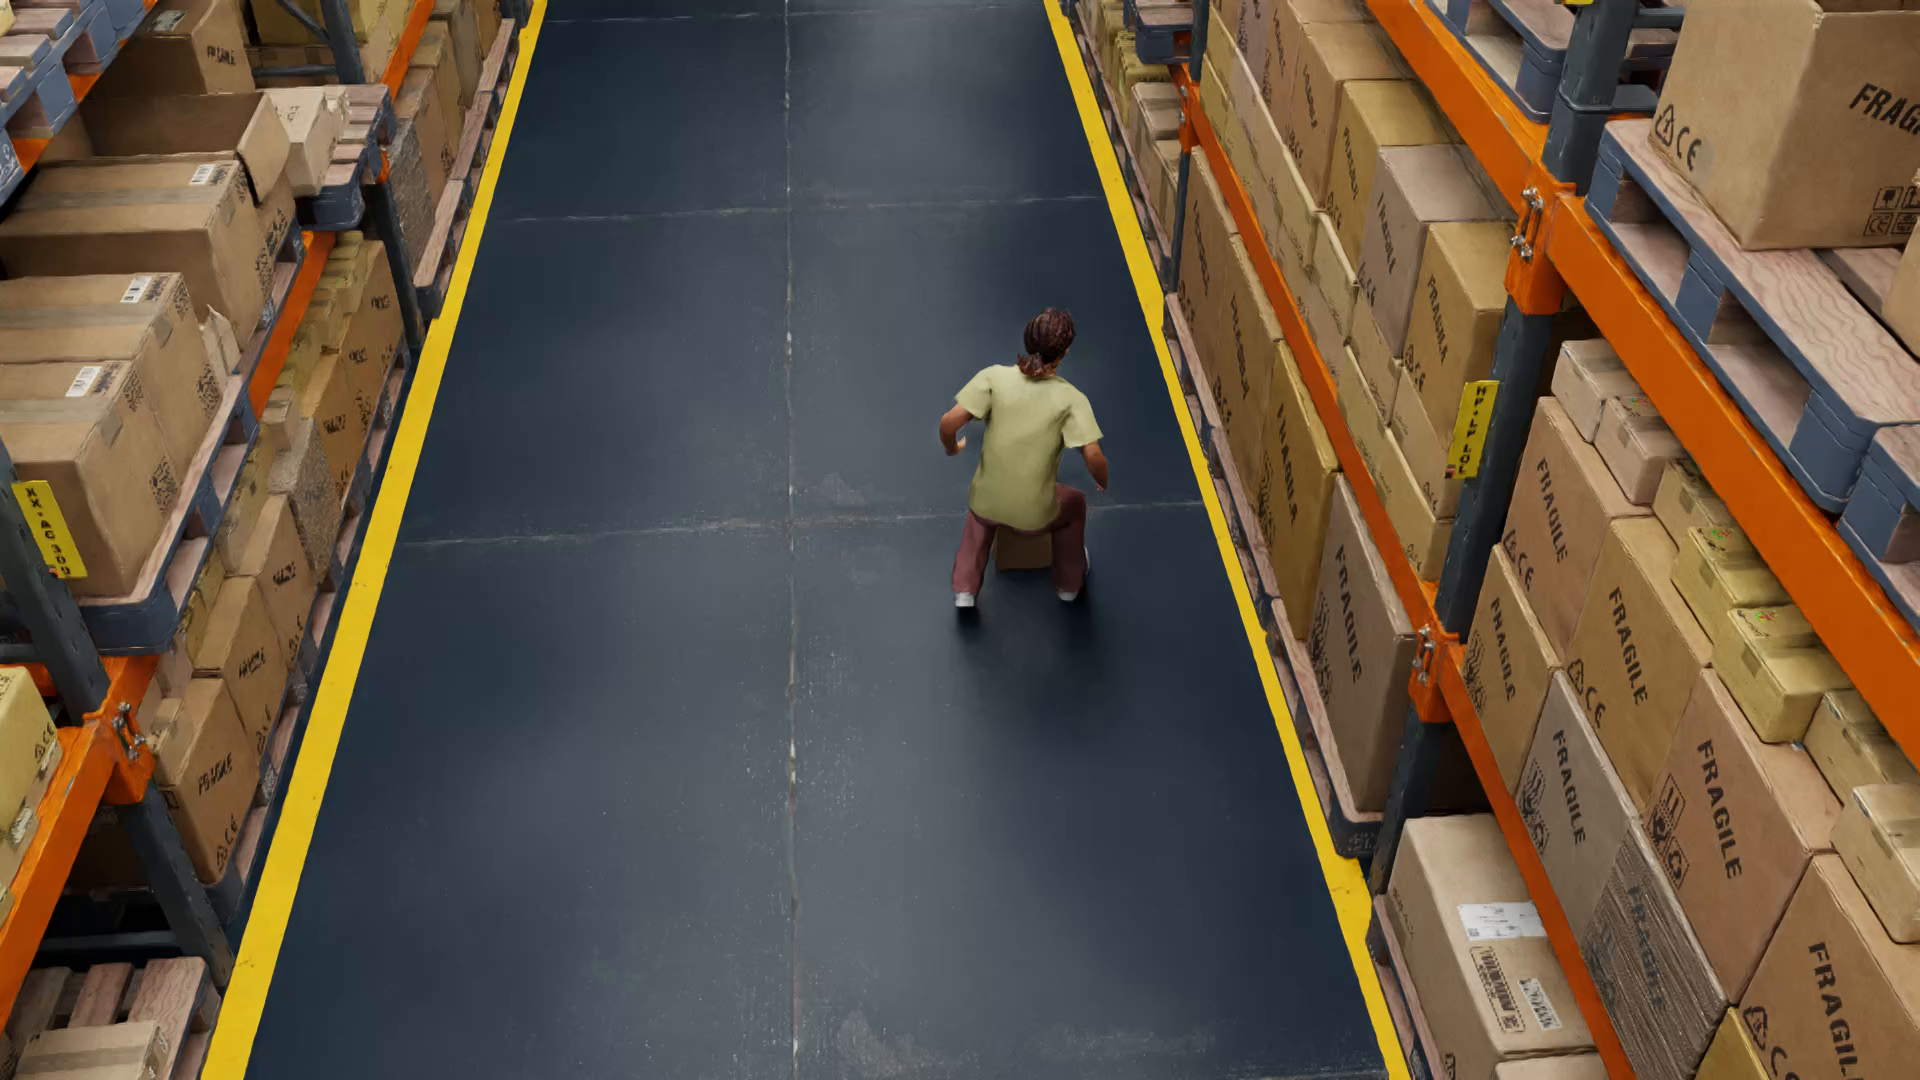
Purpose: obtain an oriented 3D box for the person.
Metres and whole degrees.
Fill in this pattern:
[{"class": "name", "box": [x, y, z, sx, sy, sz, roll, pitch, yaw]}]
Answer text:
[{"class": "person", "box": [0.297, -0.222, 6.713, 0.680, 1.291, 0.734, 12, 41, 14]}]
